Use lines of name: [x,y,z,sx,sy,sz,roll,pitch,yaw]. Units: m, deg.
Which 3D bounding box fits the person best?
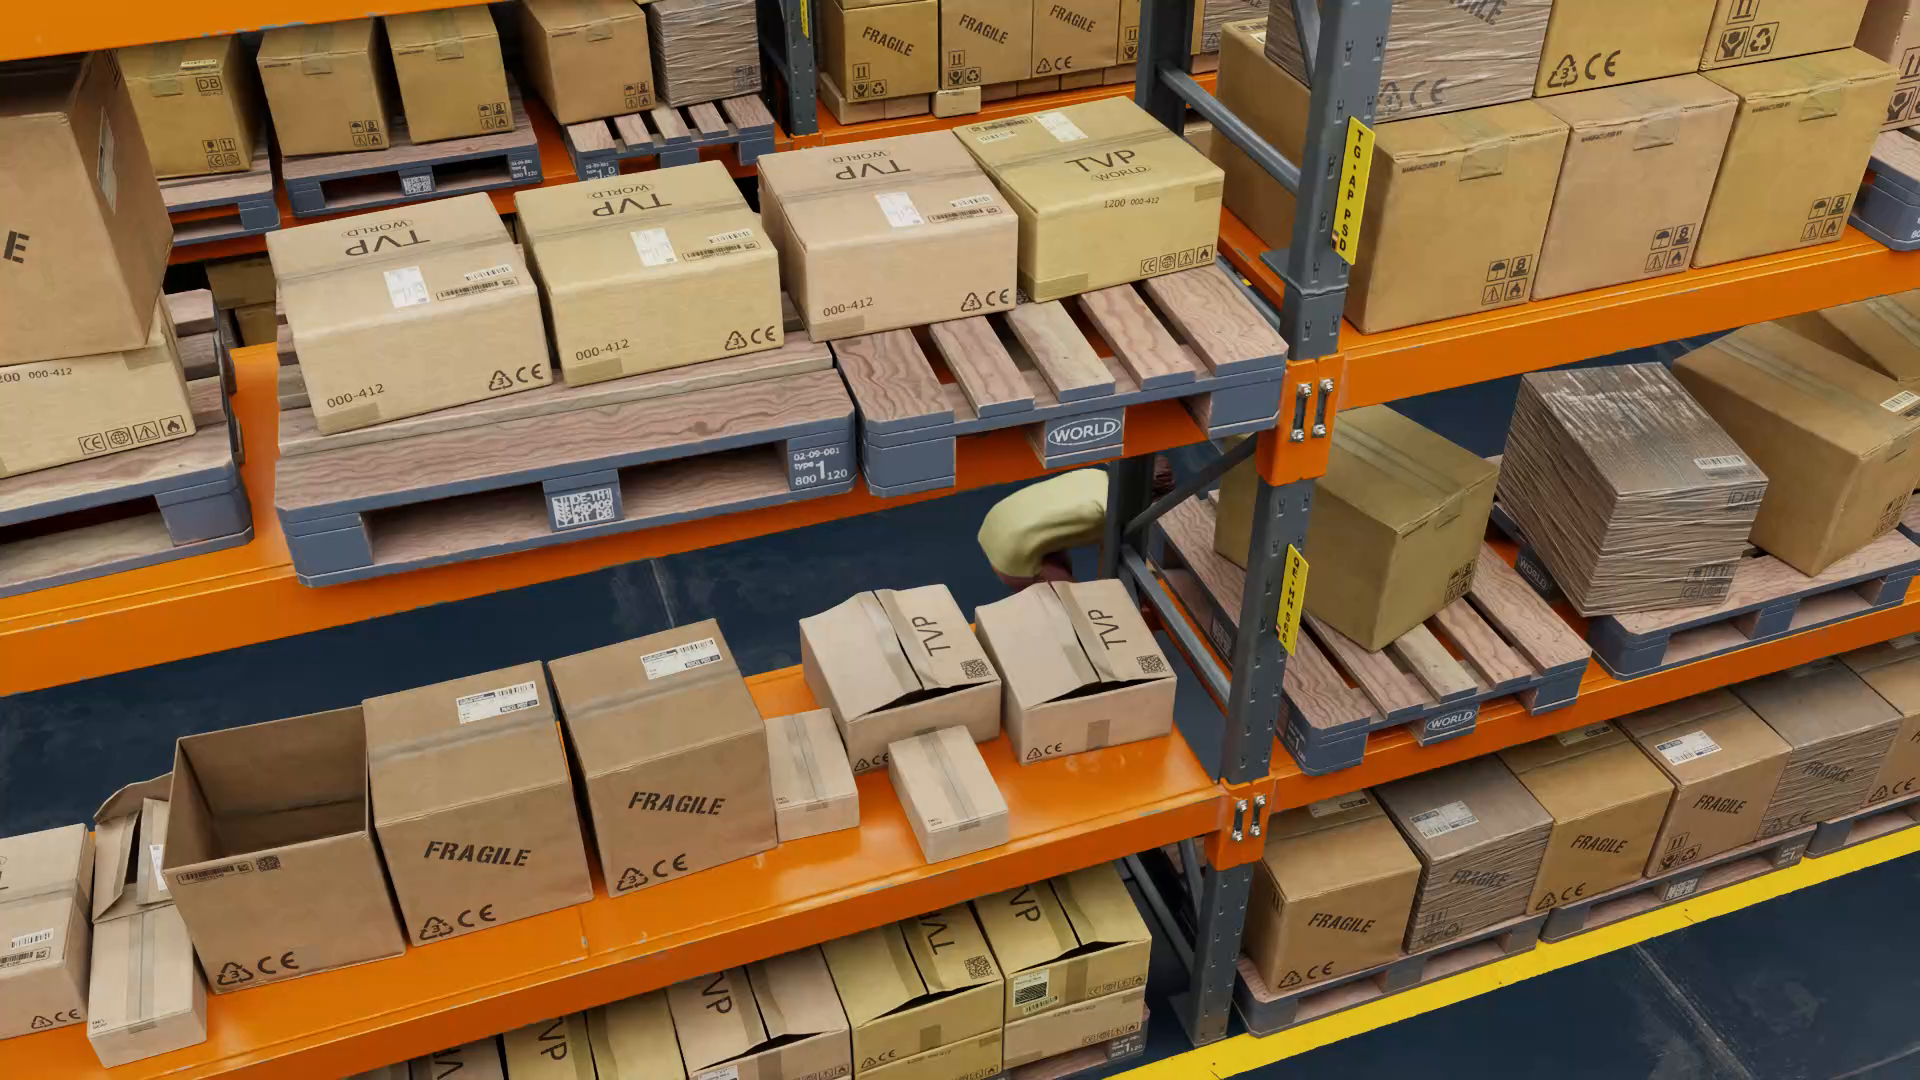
person: [0.503,0.142,7.098,0.865,1.066,0.447,-14,40,-17]
